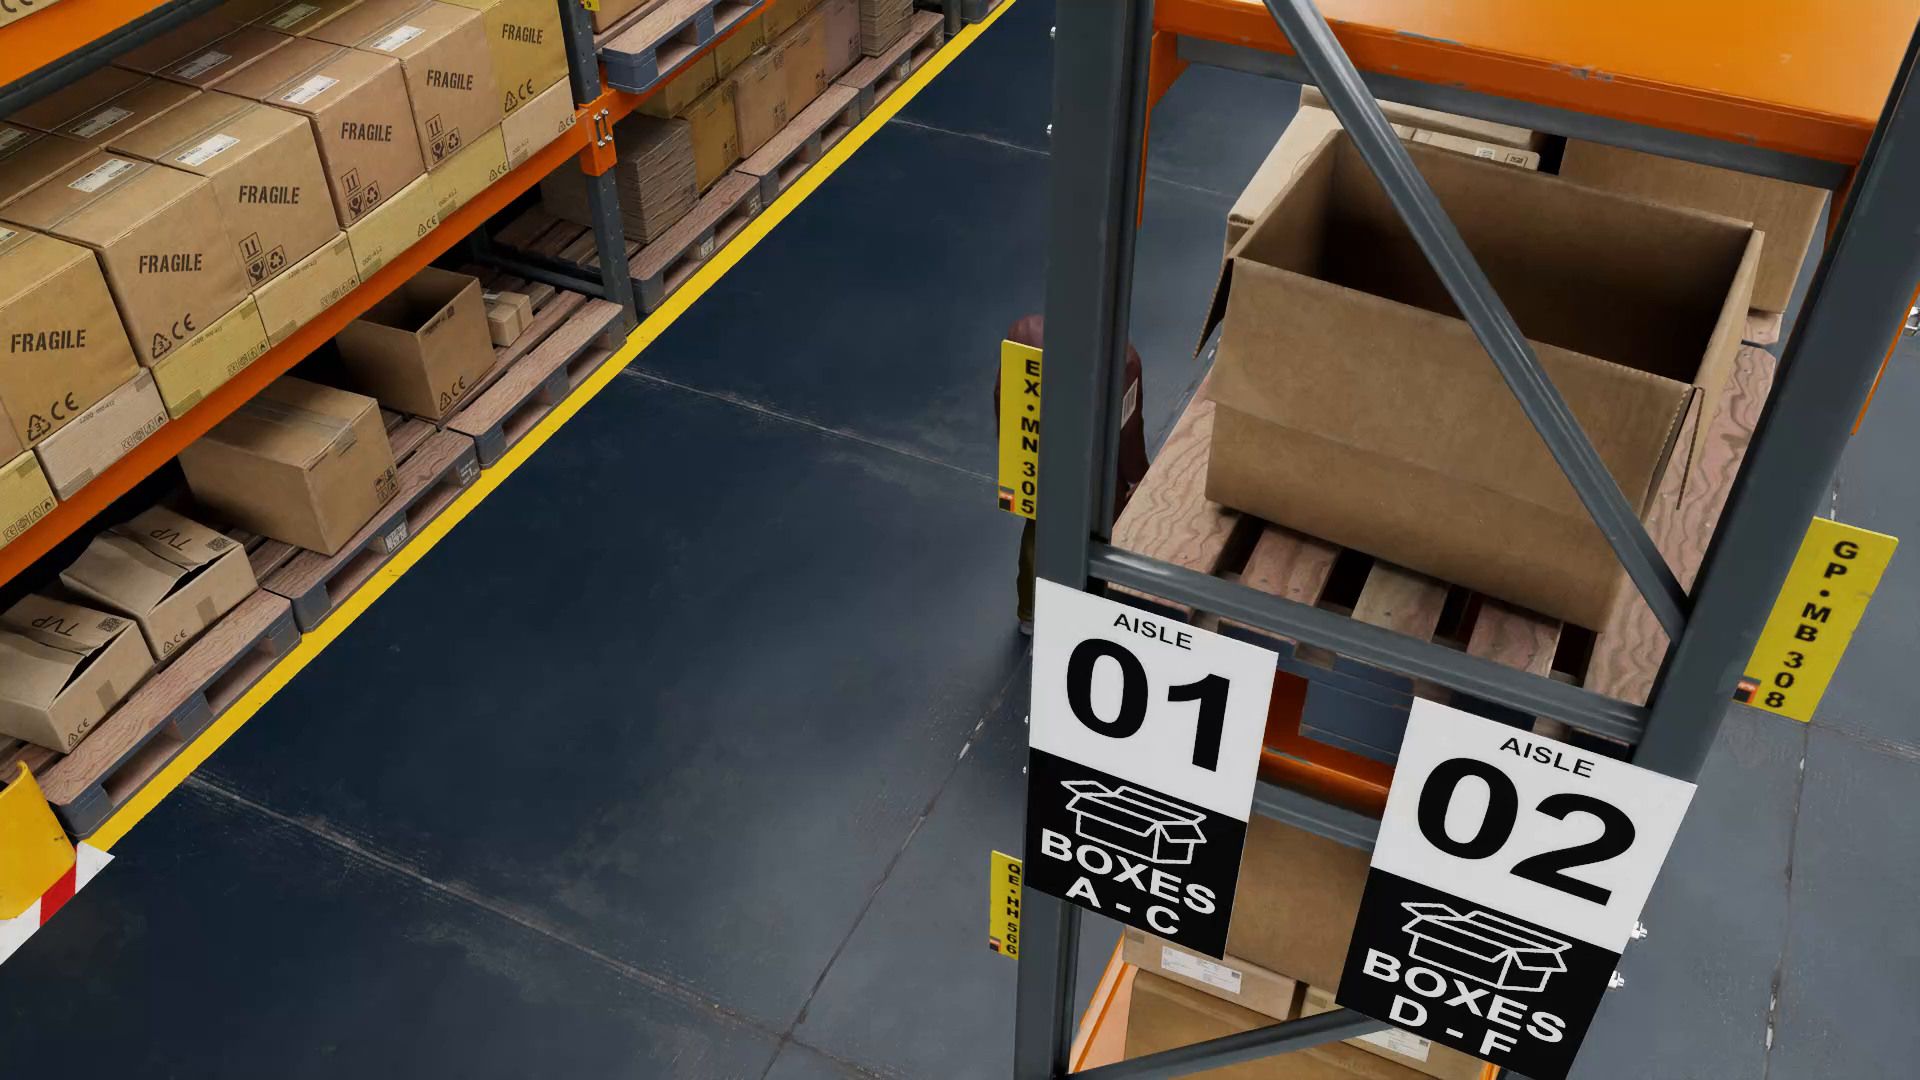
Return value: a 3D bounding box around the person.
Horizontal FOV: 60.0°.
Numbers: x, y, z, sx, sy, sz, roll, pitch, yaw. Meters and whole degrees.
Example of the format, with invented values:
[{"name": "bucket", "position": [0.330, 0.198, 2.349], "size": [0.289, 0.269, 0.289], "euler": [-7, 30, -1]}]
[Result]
[{"name": "person", "position": [0.440, -0.324, 6.538], "size": [0.641, 1.773, 0.428], "euler": [17, 44, 19]}]
